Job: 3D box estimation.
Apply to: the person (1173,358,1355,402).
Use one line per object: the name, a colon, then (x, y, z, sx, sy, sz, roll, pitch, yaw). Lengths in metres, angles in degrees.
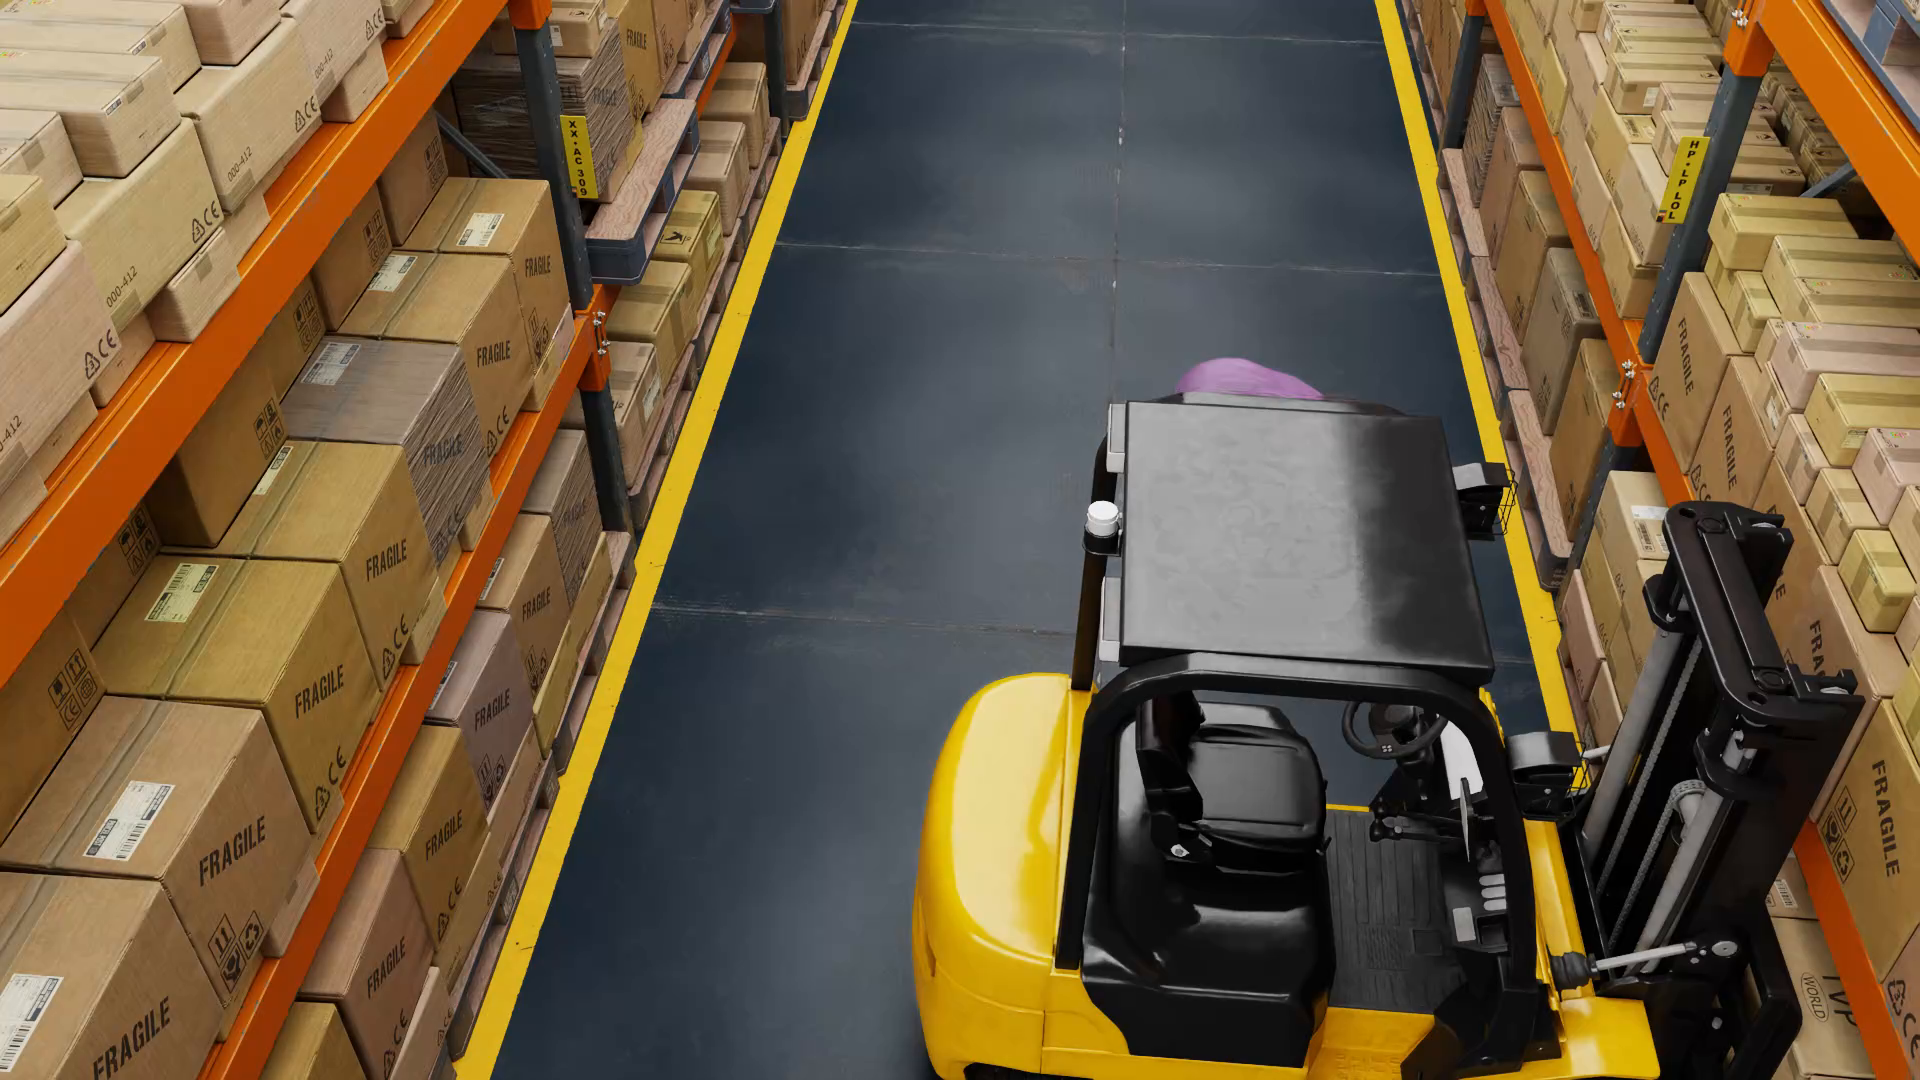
person: (1.321, -0.373, 7.144, 0.855, 0.886, 0.419, 1, 41, 2)
